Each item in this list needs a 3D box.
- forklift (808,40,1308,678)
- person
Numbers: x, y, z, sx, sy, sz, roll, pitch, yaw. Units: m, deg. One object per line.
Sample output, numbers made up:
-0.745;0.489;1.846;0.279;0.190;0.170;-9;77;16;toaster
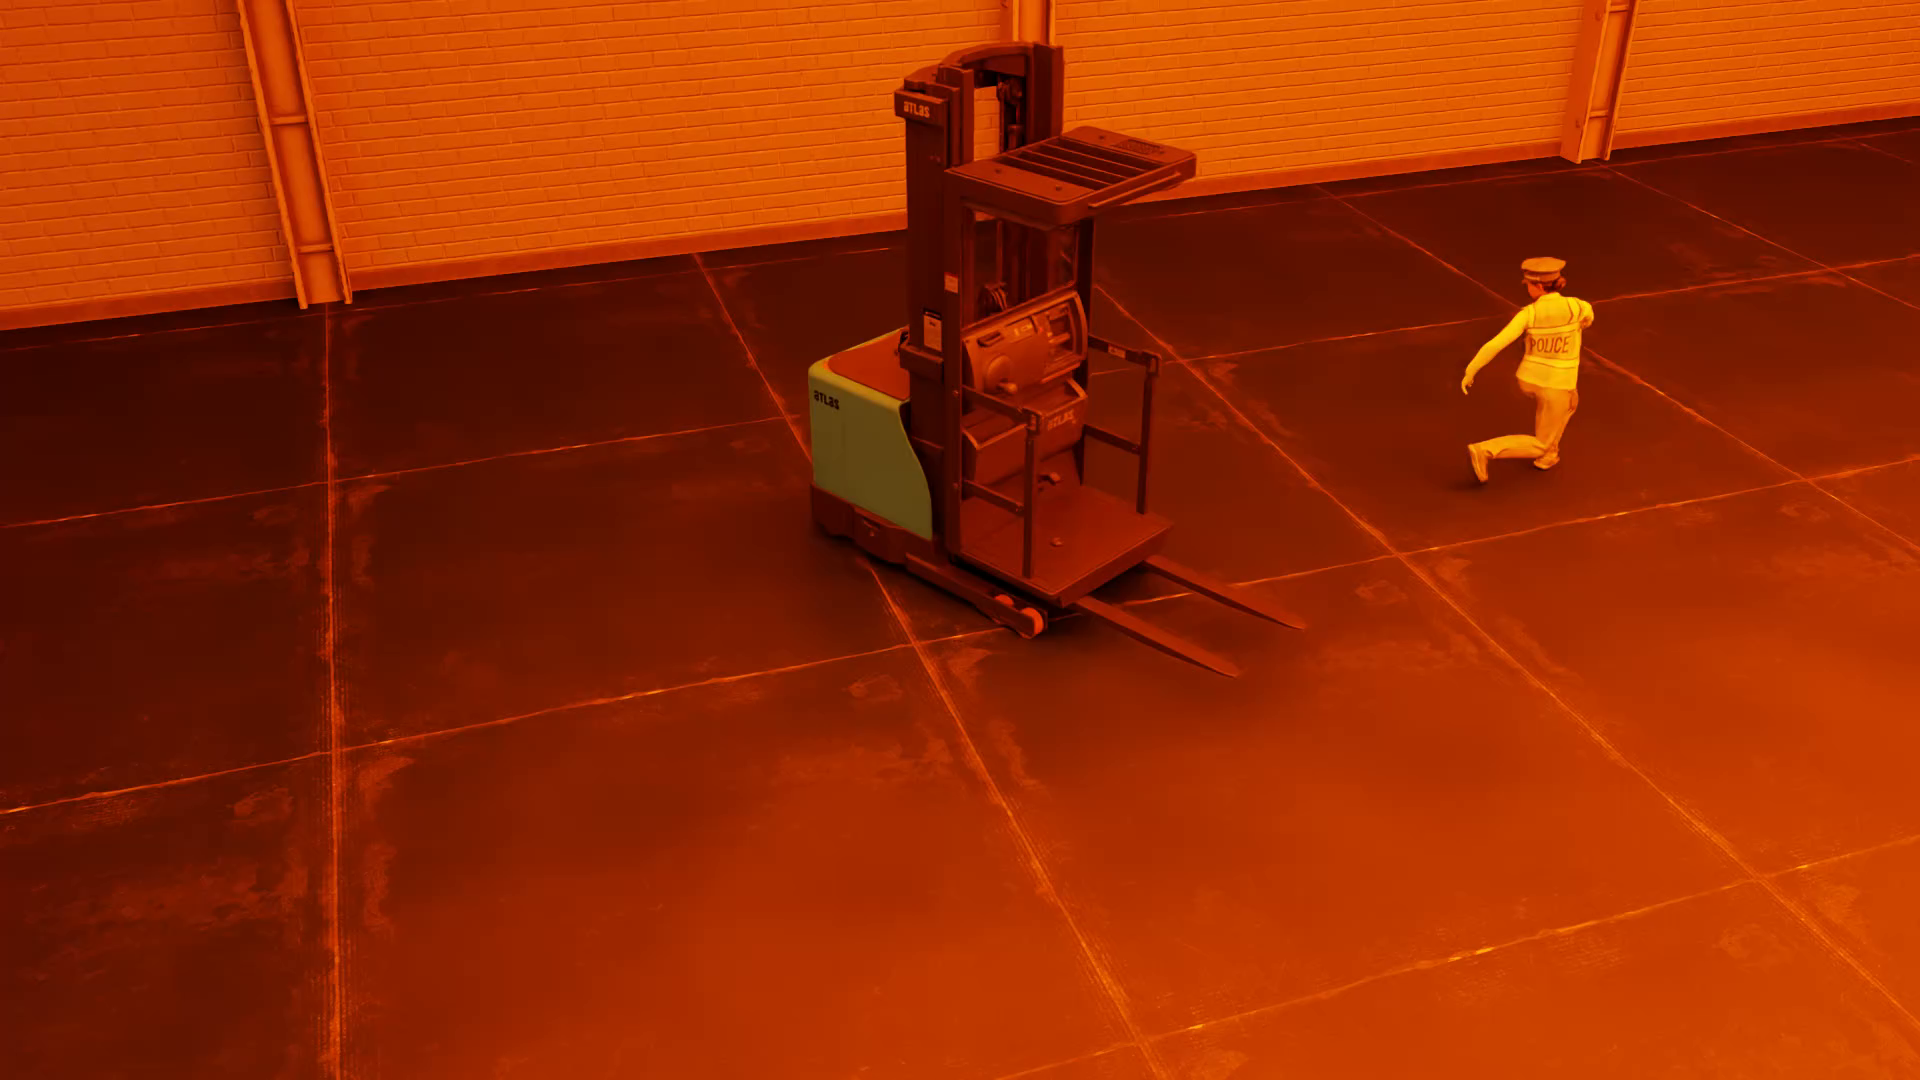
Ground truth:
0.515;-1.027;8.871;3.031;2.935;1.130;25;38;37;forklift
3.583;-1.054;10.486;0.868;1.440;0.591;-21;36;-32;person
